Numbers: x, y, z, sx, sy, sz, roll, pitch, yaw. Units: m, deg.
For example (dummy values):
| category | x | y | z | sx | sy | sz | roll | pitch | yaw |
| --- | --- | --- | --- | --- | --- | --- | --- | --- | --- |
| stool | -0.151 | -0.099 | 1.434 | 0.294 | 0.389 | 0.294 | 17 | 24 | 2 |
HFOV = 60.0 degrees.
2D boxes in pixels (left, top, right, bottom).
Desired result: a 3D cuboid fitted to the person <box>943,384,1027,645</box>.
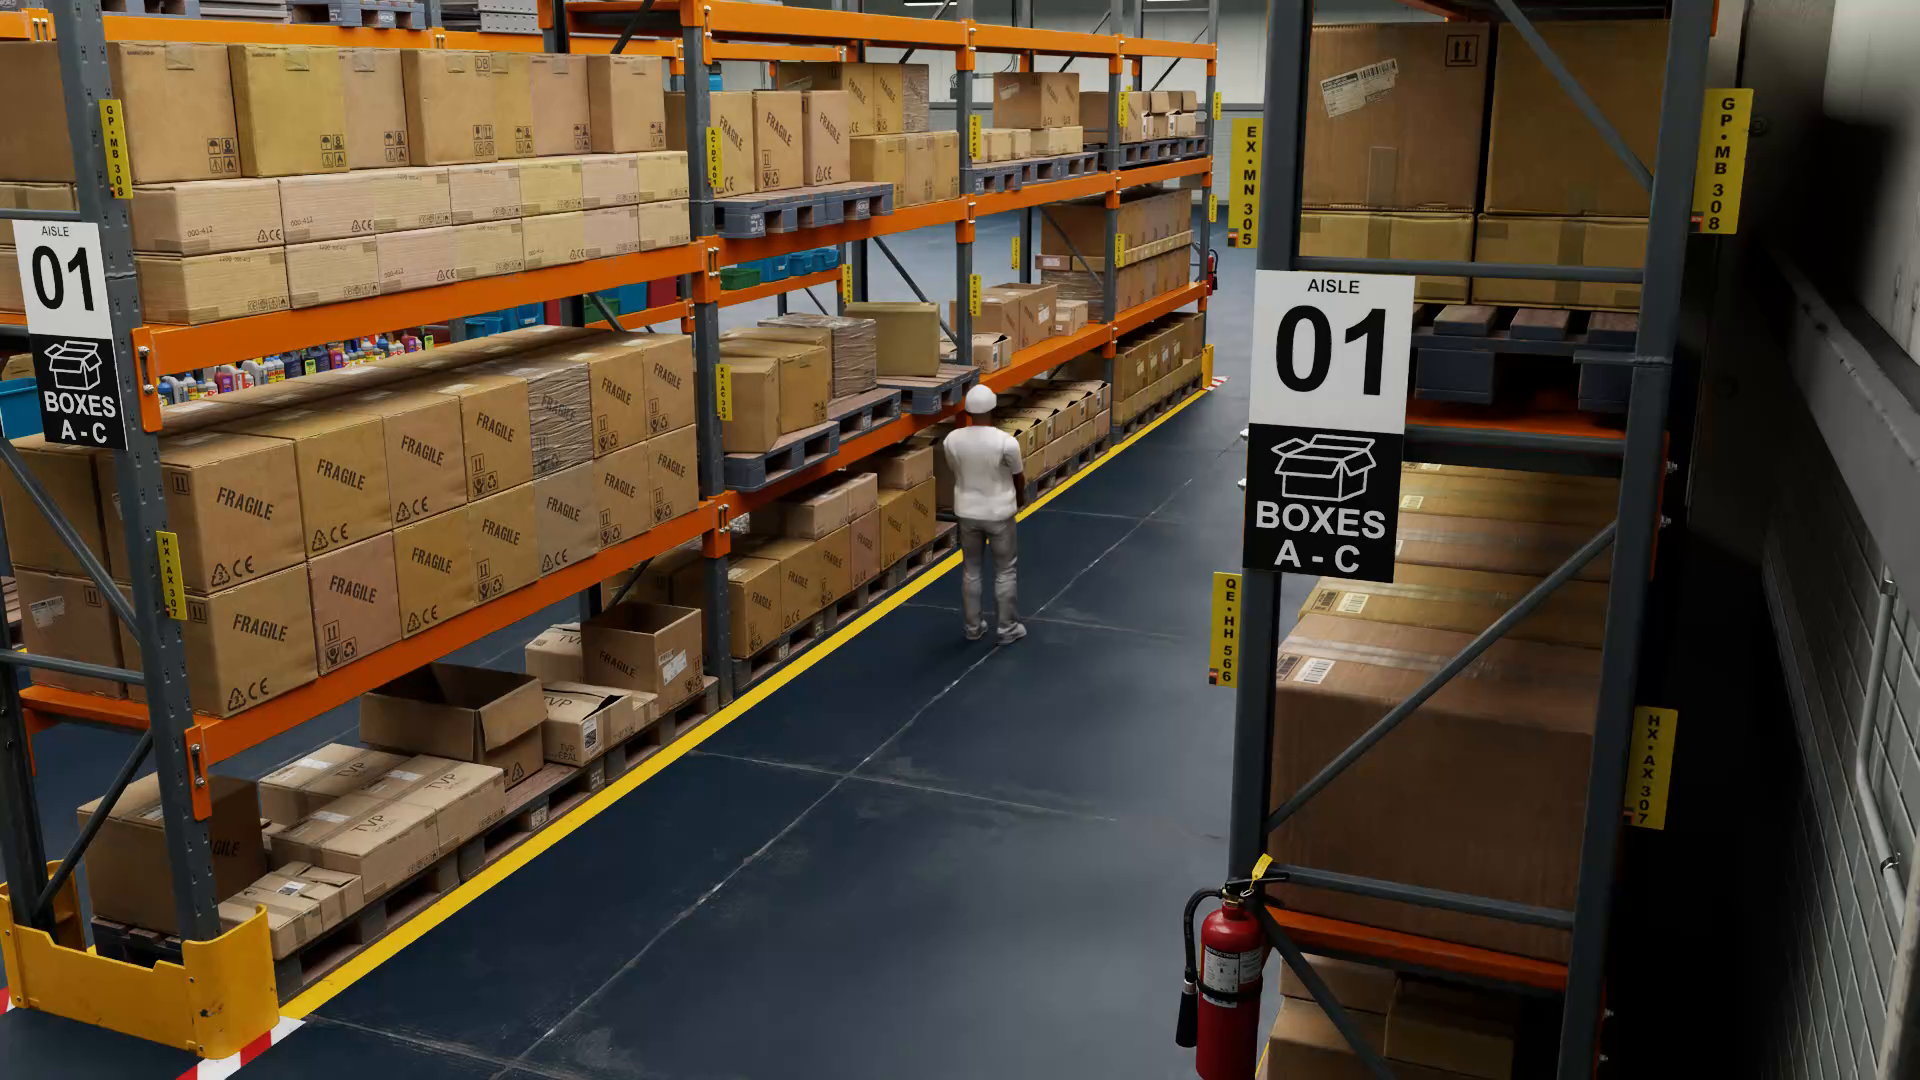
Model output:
| category | x | y | z | sx | sy | sz | roll | pitch | yaw |
| --- | --- | --- | --- | --- | --- | --- | --- | --- | --- |
| person | 0.193 | -0.192 | 11.172 | 0.520 | 1.771 | 0.566 | 6 | 16 | 20 |
